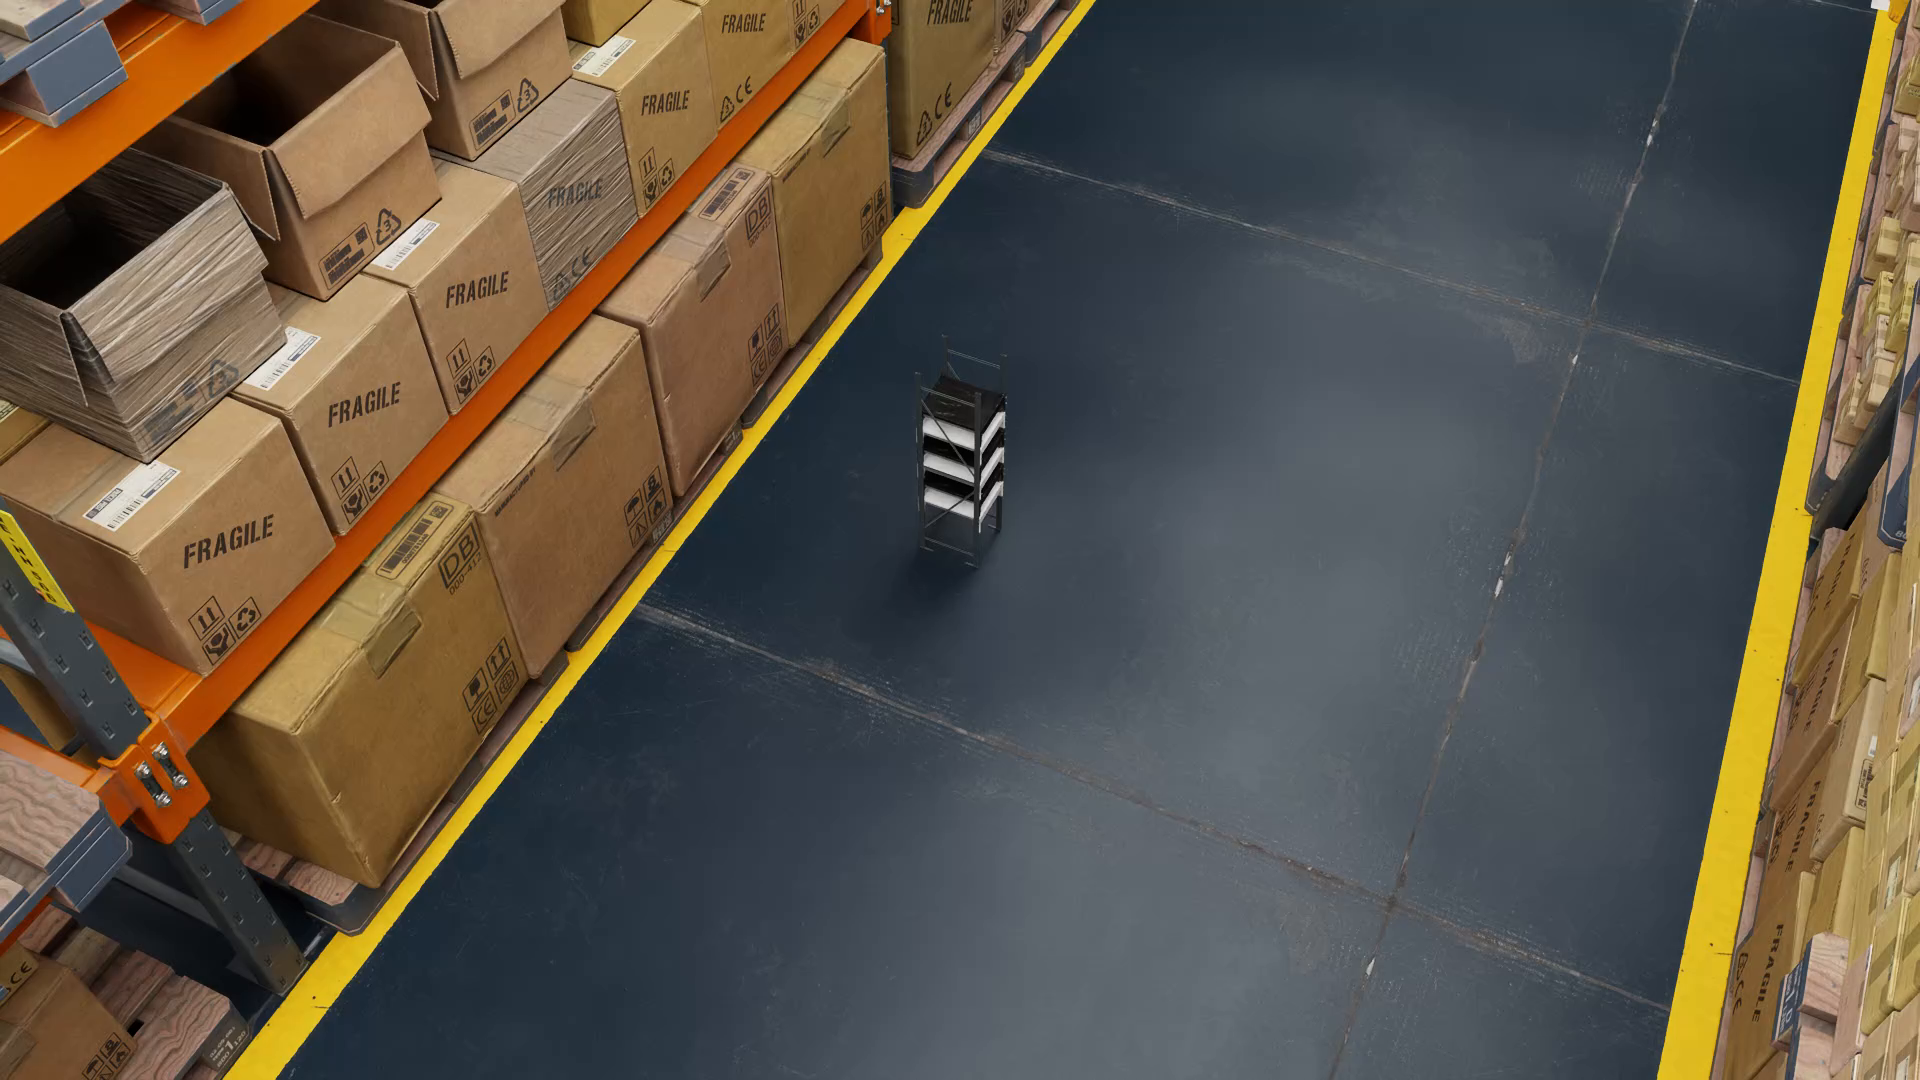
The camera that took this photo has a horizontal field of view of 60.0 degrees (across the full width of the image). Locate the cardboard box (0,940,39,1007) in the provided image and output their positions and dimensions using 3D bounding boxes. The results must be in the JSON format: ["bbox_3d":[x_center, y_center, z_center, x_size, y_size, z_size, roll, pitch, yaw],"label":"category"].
[{"bbox_3d":[-2.742,1.114,4.193,0.500,0.250,0.500,22,53,18],"label":"cardboard box"}]

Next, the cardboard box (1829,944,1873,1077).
[{"bbox_3d":[1.971,1.010,3.310,0.380,0.149,0.250,21,53,17],"label":"cardboard box"}]

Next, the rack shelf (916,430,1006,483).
[{"bbox_3d":[0.003,-0.334,5.869,0.258,0.077,0.200,20,52,16],"label":"rack shelf"}]

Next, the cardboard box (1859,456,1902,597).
[{"bbox_3d":[3.113,0.001,5.153,0.500,0.250,0.500,18,52,15],"label":"cardboard box"}]

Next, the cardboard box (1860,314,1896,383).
[{"bbox_3d":[3.619,-0.672,6.253,0.380,0.149,0.250,18,52,14],"label":"cardboard box"}]

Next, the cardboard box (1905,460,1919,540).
[{"bbox_3d":[2.644,-0.074,4.233,0.380,0.149,0.250,18,52,15],"label":"cardboard box"}]

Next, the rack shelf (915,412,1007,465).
[{"bbox_3d":[0.003,-0.392,5.800,0.258,0.077,0.200,20,52,16],"label":"rack shelf"}]

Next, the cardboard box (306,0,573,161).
[{"bbox_3d":[-1.594,-1.549,4.874,0.797,0.503,0.637,21,53,17],"label":"cardboard box"}]

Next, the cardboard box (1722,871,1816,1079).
[{"bbox_3d":[2.440,1.312,4.530,0.500,0.500,0.500,18,52,14],"label":"cardboard box"}]

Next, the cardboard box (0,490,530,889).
[{"bbox_3d":[-2.169,0.302,5.143,1.225,0.875,0.875,18,52,14],"label":"cardboard box"}]

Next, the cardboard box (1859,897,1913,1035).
[{"bbox_3d":[1.981,0.896,3.212,0.380,0.149,0.250,21,53,17],"label":"cardboard box"}]

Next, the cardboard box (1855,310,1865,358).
[{"bbox_3d":[3.768,-0.801,6.558,0.380,0.149,0.250,18,52,15],"label":"cardboard box"}]

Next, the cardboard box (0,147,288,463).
[{"bbox_3d":[-2.155,-0.637,4.099,0.797,0.503,0.637,21,53,17],"label":"cardboard box"}]

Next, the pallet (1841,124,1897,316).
[{"bbox_3d":[4.443,-1.266,7.189,1.003,0.211,1.213,20,52,16],"label":"pallet"}]

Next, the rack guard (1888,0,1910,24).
[{"bbox_3d":[5.344,-2.745,8.257,1.175,0.500,0.348,20,52,16],"label":"rack guard"}]

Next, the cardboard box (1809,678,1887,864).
[{"bbox_3d":[2.666,0.718,4.542,0.500,0.250,0.500,22,53,17],"label":"cardboard box"}]

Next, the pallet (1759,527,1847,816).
[{"bbox_3d":[3.337,0.587,5.612,1.003,0.211,1.213,20,52,16],"label":"pallet"}]

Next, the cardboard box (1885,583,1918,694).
[{"bbox_3d":[2.420,0.287,3.925,0.380,0.149,0.250,18,52,14],"label":"cardboard box"}]

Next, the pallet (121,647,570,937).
[{"bbox_3d":[-2.077,0.603,5.598,1.003,0.211,1.213,20,52,16],"label":"pallet"}]

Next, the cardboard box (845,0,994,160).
[{"bbox_3d":[-0.419,-2.412,7.452,0.875,0.875,0.875,20,52,16],"label":"cardboard box"}]

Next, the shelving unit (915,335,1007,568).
[{"bbox_3d":[0.003,-0.297,5.912,0.258,0.900,0.210,20,52,16],"label":"shelving unit"}]

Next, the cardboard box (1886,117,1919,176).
[{"bbox_3d":[4.310,-1.692,7.317,0.380,0.149,0.250,17,52,14],"label":"cardboard box"}]

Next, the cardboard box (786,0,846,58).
[{"bbox_3d":[-0.726,-2.158,6.051,0.500,0.500,0.500,20,52,16],"label":"cardboard box"}]

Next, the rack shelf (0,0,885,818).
[{"bbox_3d":[-1.628,-0.926,5.541,1.077,0.370,4.000,20,52,16],"label":"rack shelf"}]

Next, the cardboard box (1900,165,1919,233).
[{"bbox_3d":[3.971,-1.320,6.609,0.380,0.149,0.250,17,52,14],"label":"cardboard box"}]

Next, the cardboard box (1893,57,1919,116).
[{"bbox_3d":[4.517,-2.042,7.614,0.380,0.149,0.250,20,53,17],"label":"cardboard box"}]

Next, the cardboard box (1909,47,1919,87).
[{"bbox_3d":[4.520,-2.130,7.493,0.380,0.149,0.250,21,53,17],"label":"cardboard box"}]

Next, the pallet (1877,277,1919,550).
[{"bbox_3d":[3.210,-0.312,4.672,1.003,0.211,1.213,20,52,16],"label":"pallet"}]

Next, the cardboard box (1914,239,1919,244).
[{"bbox_3d":[3.914,-1.003,6.535,0.380,0.149,0.250,20,53,16],"label":"cardboard box"}]

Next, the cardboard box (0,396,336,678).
[{"bbox_3d":[-2.029,-0.060,4.266,0.500,0.500,0.500,21,53,17],"label":"cardboard box"}]

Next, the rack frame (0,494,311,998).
[{"bbox_3d":[-2.482,0.218,4.095,1.000,3.000,0.127,20,52,16],"label":"rack frame"}]

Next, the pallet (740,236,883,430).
[{"bbox_3d":[-1.035,-1.077,7.028,1.003,0.211,1.213,20,52,16],"label":"pallet"}]

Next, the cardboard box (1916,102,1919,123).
[{"bbox_3d":[4.301,-1.849,7.060,0.380,0.149,0.250,21,53,17],"label":"cardboard box"}]

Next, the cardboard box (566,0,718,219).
[{"bbox_3d":[-1.161,-1.457,5.455,0.500,0.500,0.500,19,52,16],"label":"cardboard box"}]

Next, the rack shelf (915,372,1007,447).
[{"bbox_3d":[0.003,-0.451,5.732,0.258,0.077,0.200,20,52,16],"label":"rack shelf"}]

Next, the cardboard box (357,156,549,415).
[{"bbox_3d":[-1.595,-0.770,4.870,0.500,0.500,0.500,19,52,15],"label":"cardboard box"}]

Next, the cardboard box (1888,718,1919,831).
[{"bbox_3d":[2.197,0.553,3.504,0.380,0.149,0.250,19,52,16],"label":"cardboard box"}]

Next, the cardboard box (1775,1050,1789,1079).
[{"bbox_3d":[2.220,1.425,3.941,0.500,0.250,0.500,20,53,17],"label":"cardboard box"}]

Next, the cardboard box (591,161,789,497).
[{"bbox_3d":[-1.410,-0.921,6.183,1.225,0.875,0.875,18,52,15],"label":"cardboard box"}]

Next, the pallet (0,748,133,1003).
[{"bbox_3d":[-2.691,0.806,3.721,1.213,0.211,1.003,20,52,16],"label":"pallet"}]

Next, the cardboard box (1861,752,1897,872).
[{"bbox_3d":[2.195,0.654,3.613,0.380,0.149,0.250,18,52,15],"label":"cardboard box"}]

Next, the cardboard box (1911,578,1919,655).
[{"bbox_3d":[2.417,0.195,3.808,0.380,0.149,0.250,19,52,15],"label":"cardboard box"}]

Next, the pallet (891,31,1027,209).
[{"bbox_3d":[-0.378,-2.131,7.924,1.003,0.211,1.213,20,52,16],"label":"pallet"}]

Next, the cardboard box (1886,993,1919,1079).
[{"bbox_3d":[1.863,0.995,2.932,0.380,0.149,0.250,19,52,16],"label":"cardboard box"}]

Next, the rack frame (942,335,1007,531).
[{"bbox_3d":[0.047,-0.367,5.972,0.240,0.900,0.006,20,52,16],"label":"rack frame"}]

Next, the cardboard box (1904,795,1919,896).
[{"bbox_3d":[2.086,0.630,3.243,0.380,0.149,0.250,21,53,17],"label":"cardboard box"}]

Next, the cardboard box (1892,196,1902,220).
[{"bbox_3d":[4.142,-1.316,6.997,0.380,0.149,0.250,21,53,17],"label":"cardboard box"}]

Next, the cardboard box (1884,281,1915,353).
[{"bbox_3d":[3.658,-0.776,6.147,0.380,0.149,0.250,20,53,17],"label":"cardboard box"}]

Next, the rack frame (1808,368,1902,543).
[{"bbox_3d":[3.668,-0.853,5.006,1.000,3.000,0.127,20,52,16],"label":"rack frame"}]

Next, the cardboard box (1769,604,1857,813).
[{"bbox_3d":[2.888,0.609,5.128,0.500,0.500,0.500,22,53,18],"label":"cardboard box"}]
